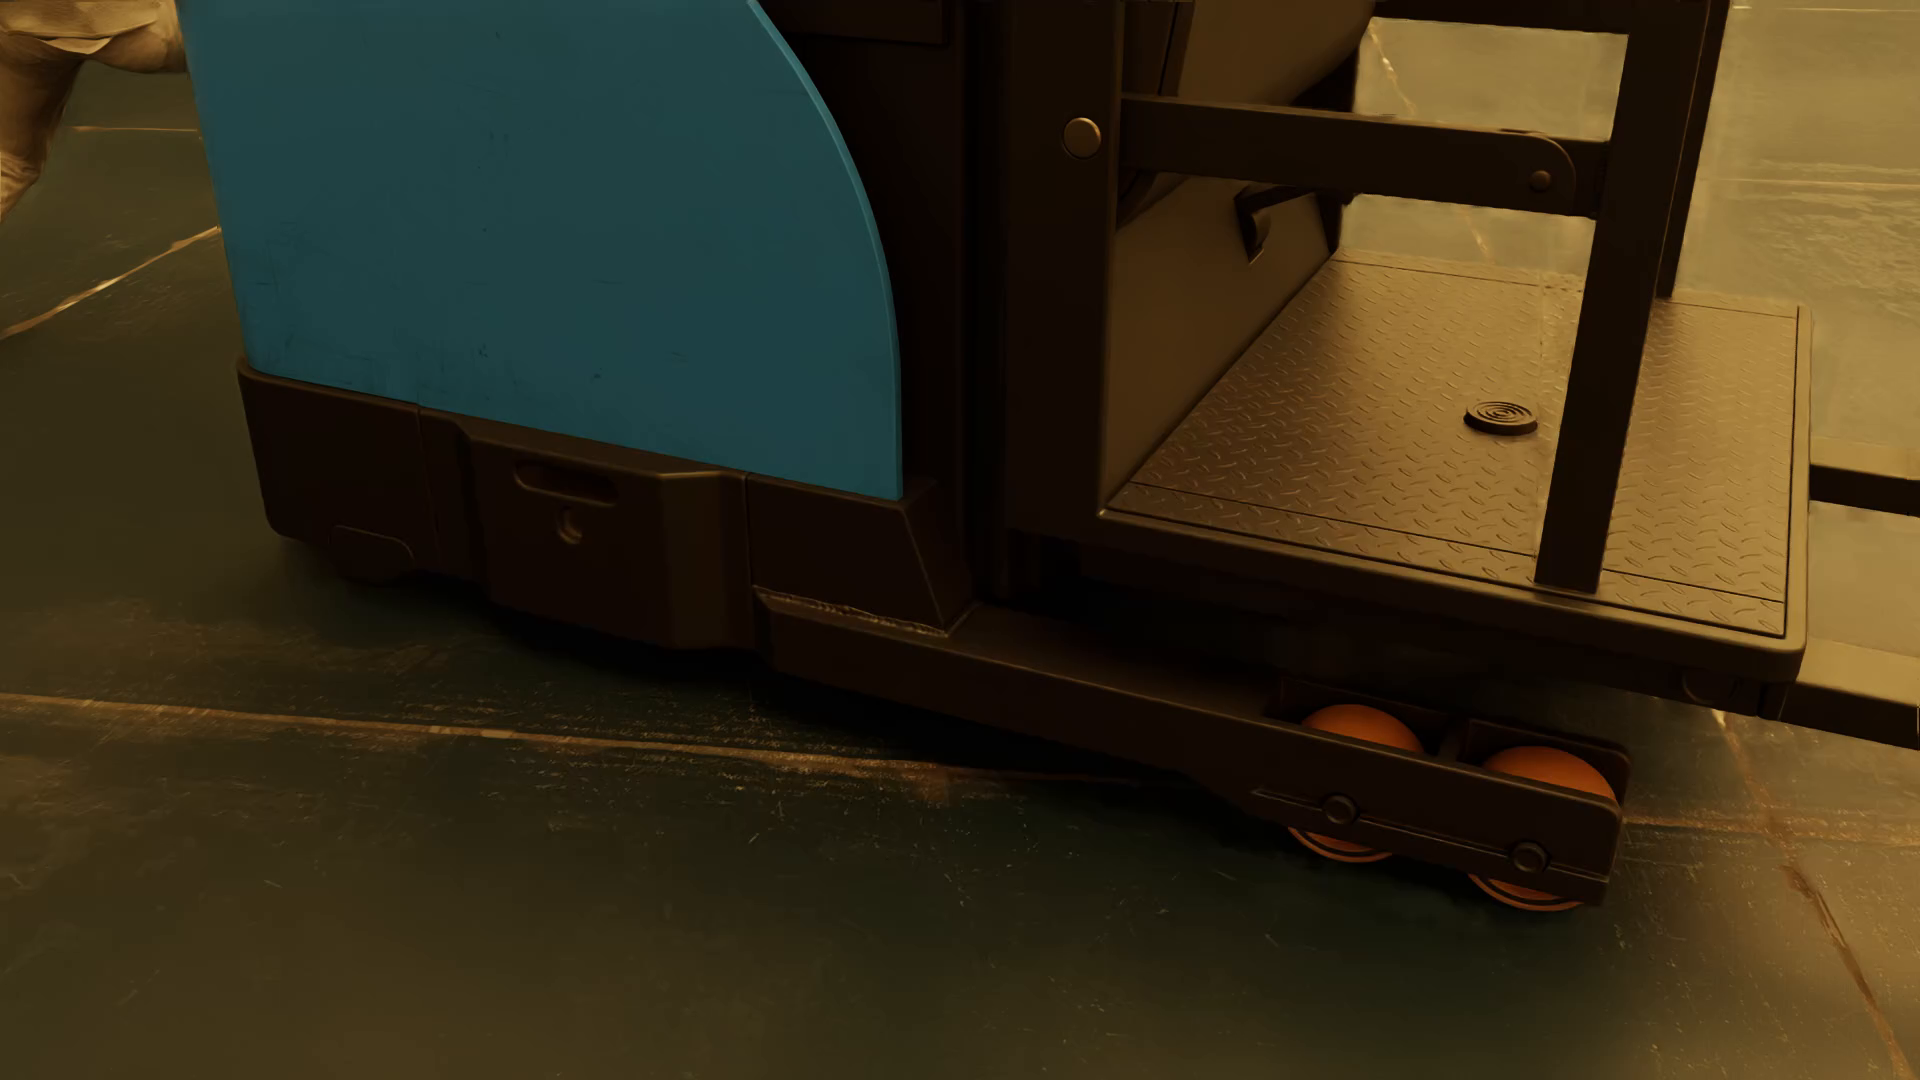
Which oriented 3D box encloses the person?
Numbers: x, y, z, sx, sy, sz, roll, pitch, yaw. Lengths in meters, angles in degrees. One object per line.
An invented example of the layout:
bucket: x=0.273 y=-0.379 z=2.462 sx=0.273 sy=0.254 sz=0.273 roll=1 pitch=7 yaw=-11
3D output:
person: x=-1.529 y=-1.039 z=3.021 sx=0.912 sy=1.444 sz=0.900 roll=9 pitch=28 yaw=18

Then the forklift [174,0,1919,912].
forklift: x=0.554 y=-1.198 z=1.617 sx=3.031 sy=2.935 sz=1.130 roll=12 pitch=29 yaw=22
